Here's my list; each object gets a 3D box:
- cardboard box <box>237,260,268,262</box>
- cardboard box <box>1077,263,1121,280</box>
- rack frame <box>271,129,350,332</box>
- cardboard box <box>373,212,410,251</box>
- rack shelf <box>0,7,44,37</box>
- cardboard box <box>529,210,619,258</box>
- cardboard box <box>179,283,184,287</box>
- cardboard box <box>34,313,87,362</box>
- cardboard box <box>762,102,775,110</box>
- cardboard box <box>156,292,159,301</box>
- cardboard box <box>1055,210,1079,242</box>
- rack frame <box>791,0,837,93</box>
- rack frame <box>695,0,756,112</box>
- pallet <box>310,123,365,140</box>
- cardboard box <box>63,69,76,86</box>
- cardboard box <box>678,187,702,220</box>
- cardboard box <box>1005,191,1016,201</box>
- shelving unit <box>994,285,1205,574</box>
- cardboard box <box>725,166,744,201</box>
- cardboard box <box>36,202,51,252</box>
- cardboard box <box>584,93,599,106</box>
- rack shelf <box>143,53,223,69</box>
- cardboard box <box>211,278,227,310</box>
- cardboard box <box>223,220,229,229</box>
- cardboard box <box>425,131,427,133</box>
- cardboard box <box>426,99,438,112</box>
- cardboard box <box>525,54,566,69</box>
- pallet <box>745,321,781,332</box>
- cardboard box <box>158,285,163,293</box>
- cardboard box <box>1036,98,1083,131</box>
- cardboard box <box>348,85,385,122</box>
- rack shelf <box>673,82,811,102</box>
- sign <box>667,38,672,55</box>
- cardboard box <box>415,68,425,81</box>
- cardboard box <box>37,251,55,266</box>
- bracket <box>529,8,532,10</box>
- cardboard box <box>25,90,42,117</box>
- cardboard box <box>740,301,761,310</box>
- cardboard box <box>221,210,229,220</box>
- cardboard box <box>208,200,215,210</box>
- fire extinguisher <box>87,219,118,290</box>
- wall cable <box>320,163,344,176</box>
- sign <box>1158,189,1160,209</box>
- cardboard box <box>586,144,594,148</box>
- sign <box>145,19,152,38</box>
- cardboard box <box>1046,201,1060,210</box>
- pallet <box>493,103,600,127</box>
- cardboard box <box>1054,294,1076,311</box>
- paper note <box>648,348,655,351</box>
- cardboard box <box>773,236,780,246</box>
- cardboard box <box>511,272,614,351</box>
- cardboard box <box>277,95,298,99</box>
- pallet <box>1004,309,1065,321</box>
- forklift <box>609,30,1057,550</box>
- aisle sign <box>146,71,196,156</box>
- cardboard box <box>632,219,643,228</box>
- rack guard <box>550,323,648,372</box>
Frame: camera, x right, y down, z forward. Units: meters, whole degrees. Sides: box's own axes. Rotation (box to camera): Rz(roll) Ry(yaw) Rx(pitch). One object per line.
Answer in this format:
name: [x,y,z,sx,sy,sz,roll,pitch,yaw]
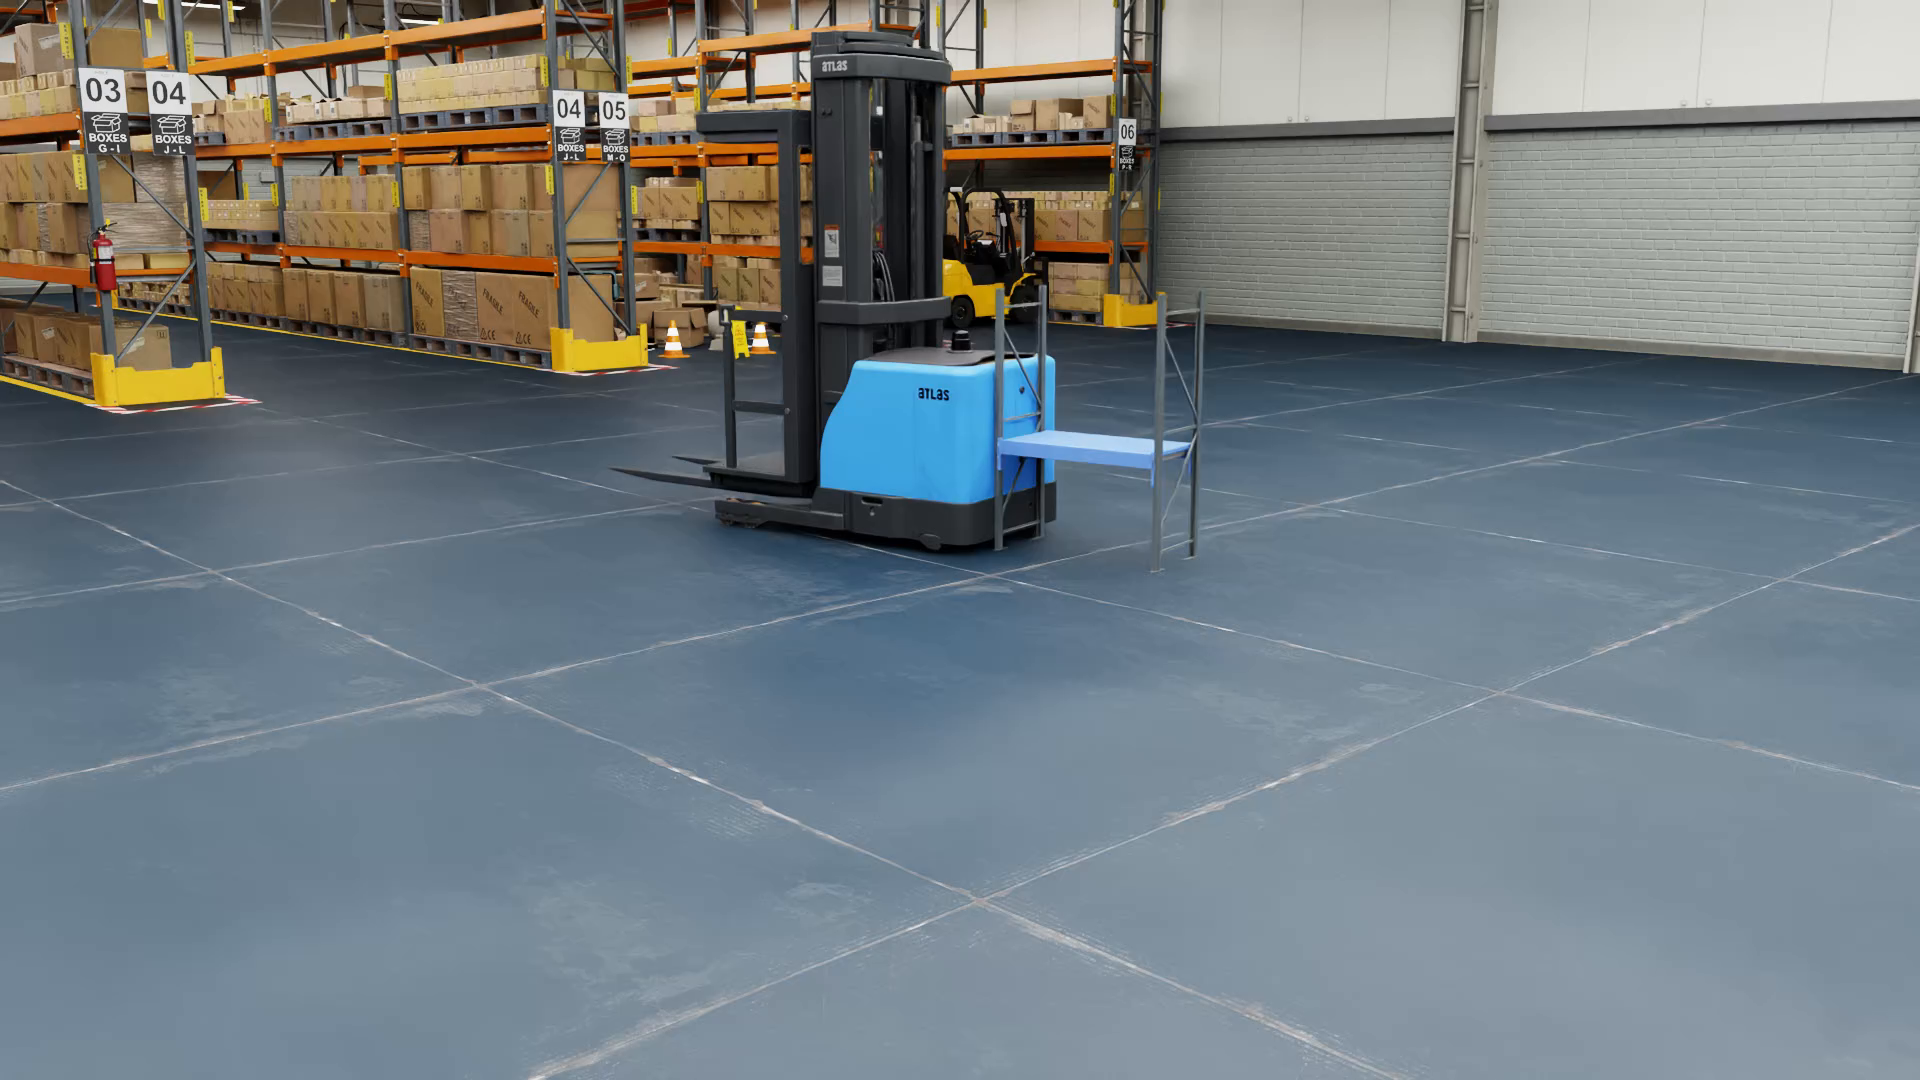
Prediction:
cardboard box: [-11.912,-4.566,27.935,0.500,0.250,0.500,11,16,44]
cardboard box: [2.232,-4.308,26.686,0.500,0.250,0.500,-10,15,-41]
rack frame: [-9.847,-4.707,25.324,1.000,3.000,0.127,-11,16,-43]
cardboard box: [-7.639,-4.211,22.669,0.500,0.500,0.500,-11,16,-43]
rack shelf: [-12.123,-6.129,20.131,1.077,0.370,4.000,-11,16,-43]
cardboard box: [-4.612,-3.661,19.874,0.875,0.550,0.550,-11,16,-43]
cardboard box: [-13.249,-4.439,28.573,0.380,0.149,0.250,-11,16,-42]
cardboard box: [-10.094,-2.282,18.706,0.500,0.500,0.500,-5,13,-25]
cardboard box: [-2.654,-6.290,24.223,0.380,0.149,0.250,-11,16,-43]
cardboard box: [-13.973,-4.308,29.413,0.380,0.149,0.250,-11,16,-41]
cardboard box: [1.894,-5.097,26.971,0.500,0.500,0.500,-10,15,-41]
rack frame: [-2.749,-9.042,31.498,1.000,3.000,0.127,-11,16,-43]
rack frame: [-3.575,-7.766,25.305,1.000,3.000,0.127,-11,16,-43]
pallet: [-8.590,-5.834,23.830,1.003,0.211,1.213,-10,15,-40]
cardboard box: [-8.397,-4.451,16.031,0.380,0.149,0.250,-11,16,-43]
cardboard box: [-4.060,-5.263,26.000,0.500,0.500,0.500,-11,16,-44]
cardboard box: [0.965,-5.767,27.879,0.380,0.149,0.250,-11,16,-43]
shelving unit: [0.771,-0.652,9.357,1.048,1.500,0.538,8,14,34]
cardboard box: [-3.091,-5.340,24.934,0.700,0.500,0.500,-11,16,-42]
cardboard box: [-9.086,-3.277,17.398,0.875,0.500,0.500,-11,16,-43]
cardboard box: [-4.327,-5.235,19.787,0.380,0.149,0.250,-11,16,-42]
rack shelf: [-13.991,-8.167,29.042,1.077,0.370,4.000,-11,16,-43]
cardboard box: [-11.924,-4.050,27.291,0.500,0.500,0.500,-10,15,-40]
cardboard box: [-11.402,-4.985,26.257,0.380,0.149,0.250,-10,15,-41]
cardboard box: [-10.054,-7.962,32.145,0.797,0.503,0.637,-9,15,-38]
cardboard box: [-6.555,-5.513,21.135,0.380,0.149,0.250,-11,16,-43]
cardboard box: [-4.801,-5.532,19.256,0.380,0.149,0.250,-11,16,-42]
pallet: [-3.085,-3.369,25.740,1.003,0.211,1.213,-11,16,-43]
cardboard box: [-13.913,-4.448,29.357,0.250,0.149,0.380,11,16,42]
cardboard box: [1.658,-6.903,27.013,0.700,0.500,0.500,-11,16,-42]
cardboard box: [-8.444,-6.265,23.917,0.500,0.500,0.500,-11,16,-43]
rack shelf: [-4.131,-8.786,33.028,1.077,0.370,4.000,-11,16,-43]
sign: [-5.917,-10.049,33.875,0.100,0.325,0.005,-11,16,-43]
cardboard box: [-6.728,-5.940,21.233,0.380,0.149,0.250,-11,16,-43]
cardboard box: [-9.438,-2.957,17.453,0.380,0.149,0.250,-11,16,-43]
bracket: [-10.028,-12.503,39.375,0.235,0.232,0.430,-11,16,-43]
cardboard box: [-9.191,-4.442,16.976,0.500,0.250,0.500,-10,16,-41]
cardboard box: [-2.986,-3.487,25.174,0.500,0.250,0.500,-10,15,-39]
cardboard box: [-11.410,-5.132,26.231,0.380,0.149,0.250,-10,16,-41]
cardboard box: [-11.777,-5.354,26.575,0.380,0.149,0.250,-10,15,-40]
fire extinguisher: [-8.234,-2.744,15.989,0.296,0.674,0.183,-11,16,-43]
wall cable: [-14.755,-8.096,39.254,0.588,1.984,0.122,-11,16,-43]
sign: [3.181,-5.475,26.712,0.100,0.325,0.005,-11,16,-43]
cardboard box: [-6.066,-6.708,27.935,0.396,0.266,0.258,-11,16,-43]
sign: [-14.956,-9.422,30.636,0.100,0.325,0.005,-11,16,-43]
cardboard box: [1.619,-5.464,27.144,0.250,0.149,0.380,11,16,43]
pallet: [-4.842,-5.072,19.882,1.003,0.211,1.213,-11,16,-43]
cardboard box: [1.886,-3.893,27.149,0.500,0.250,0.500,-11,16,-43]
paper note: [-4.149,-2.544,22.186,0.144,0.017,0.142,-5,13,-23]
cardboard box: [-2.518,-4.393,24.423,0.380,0.149,0.250,-11,16,-43]
cardboard box: [-4.839,-2.794,20.265,0.875,0.875,0.875,-11,16,-42]
cardboard box: [-10.488,-6.804,25.926,0.396,0.266,0.258,-11,16,-43]
pallet: [1.379,-3.854,28.095,1.003,0.211,1.213,-11,16,-43]
forklift: [-0.916,-1.584,10.335,3.031,2.935,1.130,8,14,34]
aisle sign: [-7.720,-4.169,16.270,0.394,0.787,0.004,-11,16,-43]
cardboard box: [-5.166,-5.178,27.193,0.380,0.149,0.250,-10,15,-41]
rack guard: [-4.306,-2.312,19.892,1.175,0.500,0.348,-11,16,-43]
